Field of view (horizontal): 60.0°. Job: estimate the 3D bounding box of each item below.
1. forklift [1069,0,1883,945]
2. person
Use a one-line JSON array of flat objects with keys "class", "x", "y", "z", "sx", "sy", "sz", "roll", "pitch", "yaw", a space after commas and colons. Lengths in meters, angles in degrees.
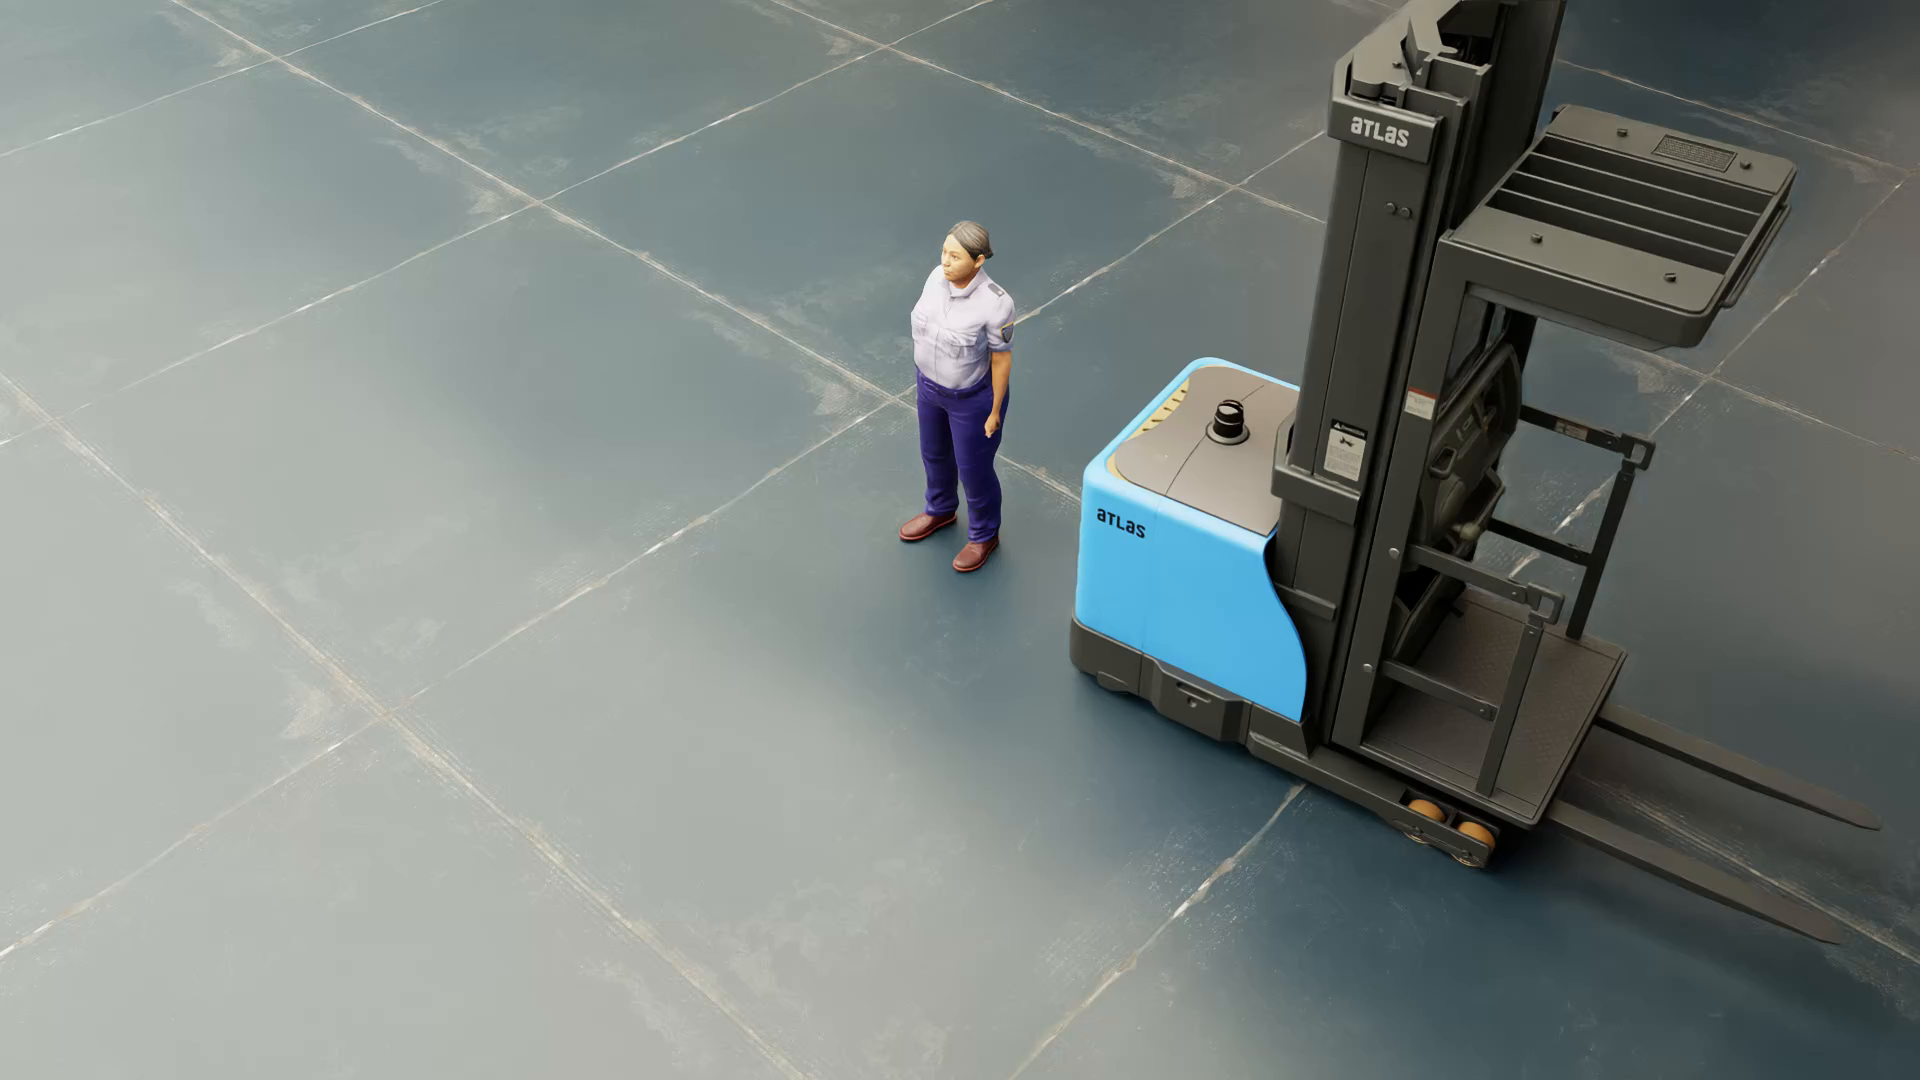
[{"class": "forklift", "x": 1.965, "y": -0.285, "z": 5.761, "sx": 3.031, "sy": 2.935, "sz": 1.130, "roll": 24, "pitch": 46, "yaw": 25}, {"class": "person", "x": -0.011, "y": -0.624, "z": 7.147, "sx": 0.476, "sy": 1.651, "sz": 0.361, "roll": 31, "pitch": 49, "yaw": 31}]
